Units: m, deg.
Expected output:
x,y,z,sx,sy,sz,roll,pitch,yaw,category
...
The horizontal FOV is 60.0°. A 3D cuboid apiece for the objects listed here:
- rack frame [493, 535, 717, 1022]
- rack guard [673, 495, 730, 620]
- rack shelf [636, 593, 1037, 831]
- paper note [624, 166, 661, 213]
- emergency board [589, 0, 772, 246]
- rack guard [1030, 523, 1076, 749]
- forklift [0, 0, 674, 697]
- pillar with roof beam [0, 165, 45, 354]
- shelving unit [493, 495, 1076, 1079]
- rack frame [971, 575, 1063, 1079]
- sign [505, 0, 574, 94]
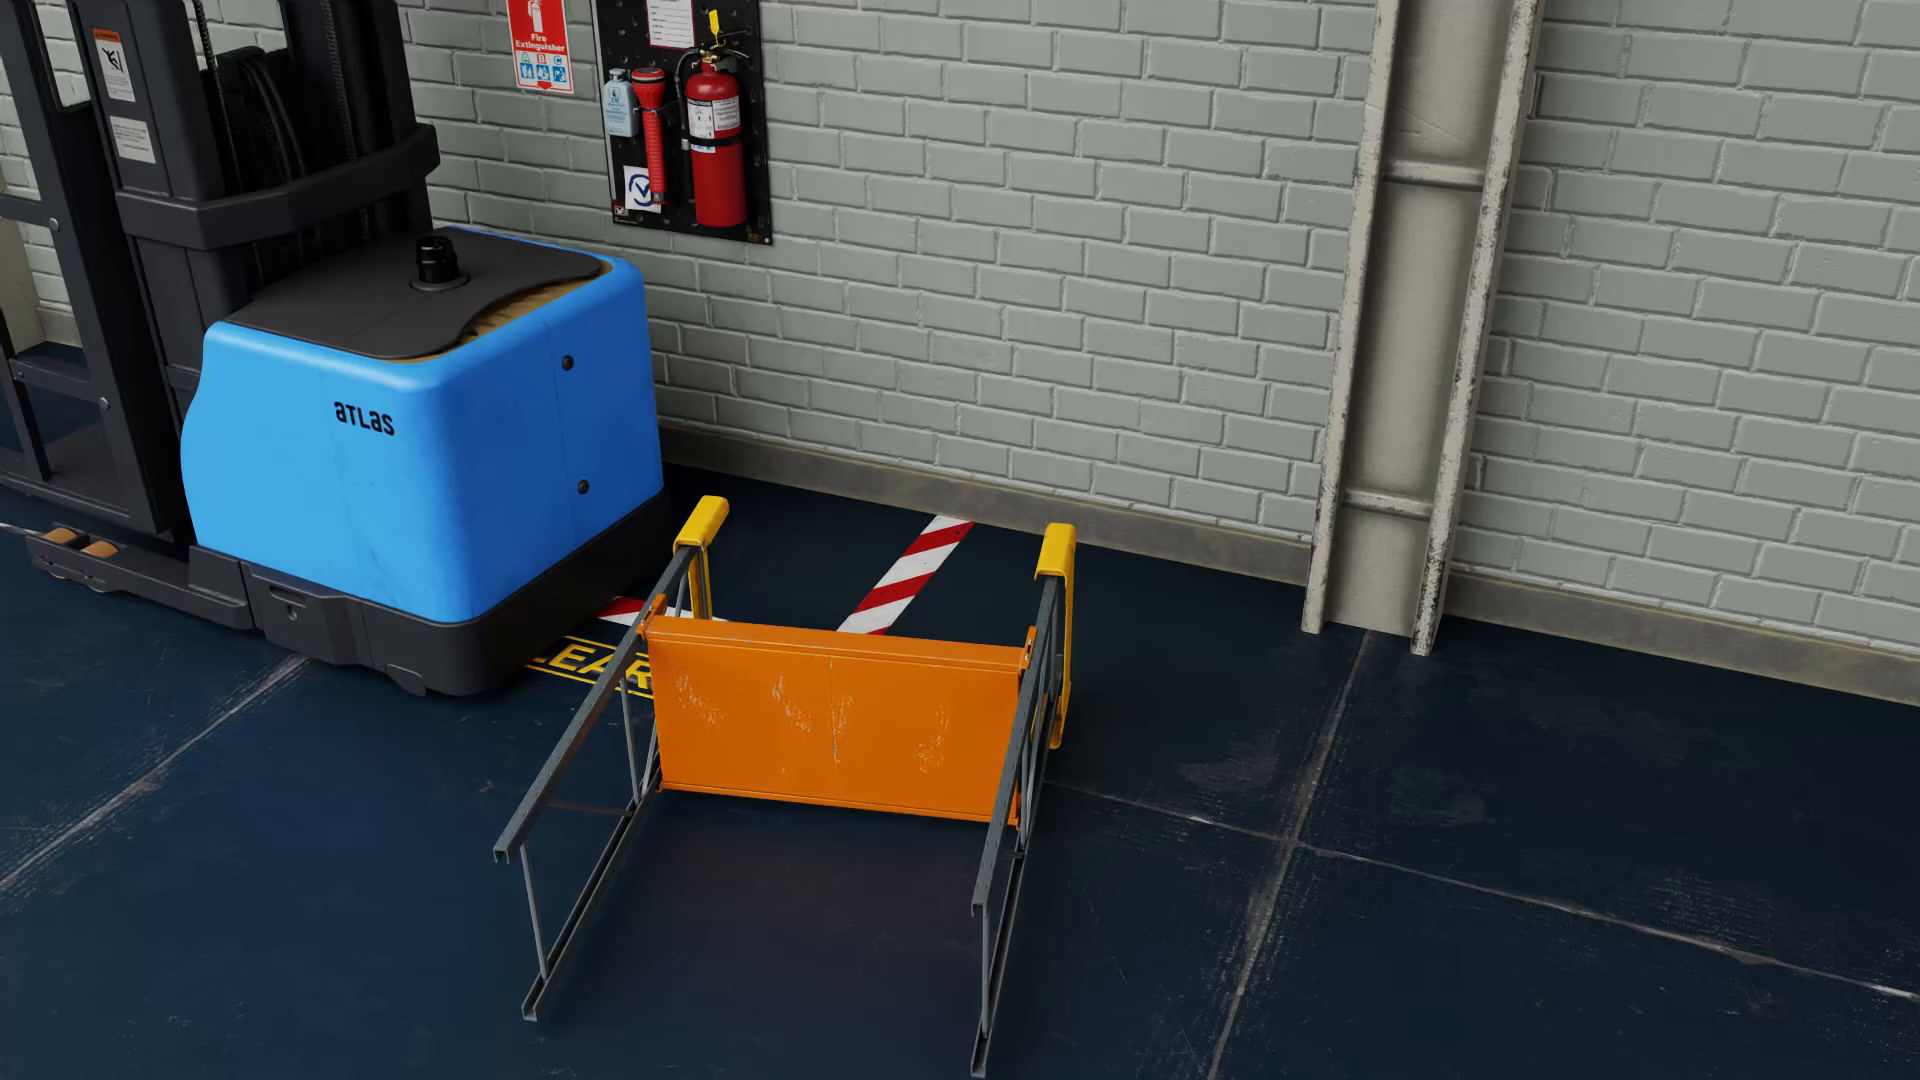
x,y,z,sx,sy,sz,roll,pitch,yaw,category
-0.843,0.495,4.252,0.032,0.500,1.500,5,30,8,rack frame
-0.722,0.191,4.784,0.087,0.587,0.250,5,30,8,rack guard
-0.312,0.448,4.334,1.000,0.538,0.185,5,30,8,rack shelf
-1.097,-1.209,5.736,0.142,0.148,0.016,11,31,19,paper note
-0.958,-1.529,5.406,0.643,1.169,0.194,11,31,19,emergency board
0.261,0.270,4.644,0.087,0.587,0.250,5,30,8,rack guard
-2.499,-1.317,5.101,3.031,2.935,1.130,14,33,24,forklift
-5.861,-2.813,1.581,0.400,9.000,9.100,11,31,19,pillar with roof beam
-0.332,0.537,4.179,1.083,0.587,1.500,5,30,8,shelving unit
0.161,0.576,4.108,0.032,0.500,1.500,5,30,8,rack frame
-1.432,-1.693,5.661,0.234,0.329,0.001,11,31,19,sign
